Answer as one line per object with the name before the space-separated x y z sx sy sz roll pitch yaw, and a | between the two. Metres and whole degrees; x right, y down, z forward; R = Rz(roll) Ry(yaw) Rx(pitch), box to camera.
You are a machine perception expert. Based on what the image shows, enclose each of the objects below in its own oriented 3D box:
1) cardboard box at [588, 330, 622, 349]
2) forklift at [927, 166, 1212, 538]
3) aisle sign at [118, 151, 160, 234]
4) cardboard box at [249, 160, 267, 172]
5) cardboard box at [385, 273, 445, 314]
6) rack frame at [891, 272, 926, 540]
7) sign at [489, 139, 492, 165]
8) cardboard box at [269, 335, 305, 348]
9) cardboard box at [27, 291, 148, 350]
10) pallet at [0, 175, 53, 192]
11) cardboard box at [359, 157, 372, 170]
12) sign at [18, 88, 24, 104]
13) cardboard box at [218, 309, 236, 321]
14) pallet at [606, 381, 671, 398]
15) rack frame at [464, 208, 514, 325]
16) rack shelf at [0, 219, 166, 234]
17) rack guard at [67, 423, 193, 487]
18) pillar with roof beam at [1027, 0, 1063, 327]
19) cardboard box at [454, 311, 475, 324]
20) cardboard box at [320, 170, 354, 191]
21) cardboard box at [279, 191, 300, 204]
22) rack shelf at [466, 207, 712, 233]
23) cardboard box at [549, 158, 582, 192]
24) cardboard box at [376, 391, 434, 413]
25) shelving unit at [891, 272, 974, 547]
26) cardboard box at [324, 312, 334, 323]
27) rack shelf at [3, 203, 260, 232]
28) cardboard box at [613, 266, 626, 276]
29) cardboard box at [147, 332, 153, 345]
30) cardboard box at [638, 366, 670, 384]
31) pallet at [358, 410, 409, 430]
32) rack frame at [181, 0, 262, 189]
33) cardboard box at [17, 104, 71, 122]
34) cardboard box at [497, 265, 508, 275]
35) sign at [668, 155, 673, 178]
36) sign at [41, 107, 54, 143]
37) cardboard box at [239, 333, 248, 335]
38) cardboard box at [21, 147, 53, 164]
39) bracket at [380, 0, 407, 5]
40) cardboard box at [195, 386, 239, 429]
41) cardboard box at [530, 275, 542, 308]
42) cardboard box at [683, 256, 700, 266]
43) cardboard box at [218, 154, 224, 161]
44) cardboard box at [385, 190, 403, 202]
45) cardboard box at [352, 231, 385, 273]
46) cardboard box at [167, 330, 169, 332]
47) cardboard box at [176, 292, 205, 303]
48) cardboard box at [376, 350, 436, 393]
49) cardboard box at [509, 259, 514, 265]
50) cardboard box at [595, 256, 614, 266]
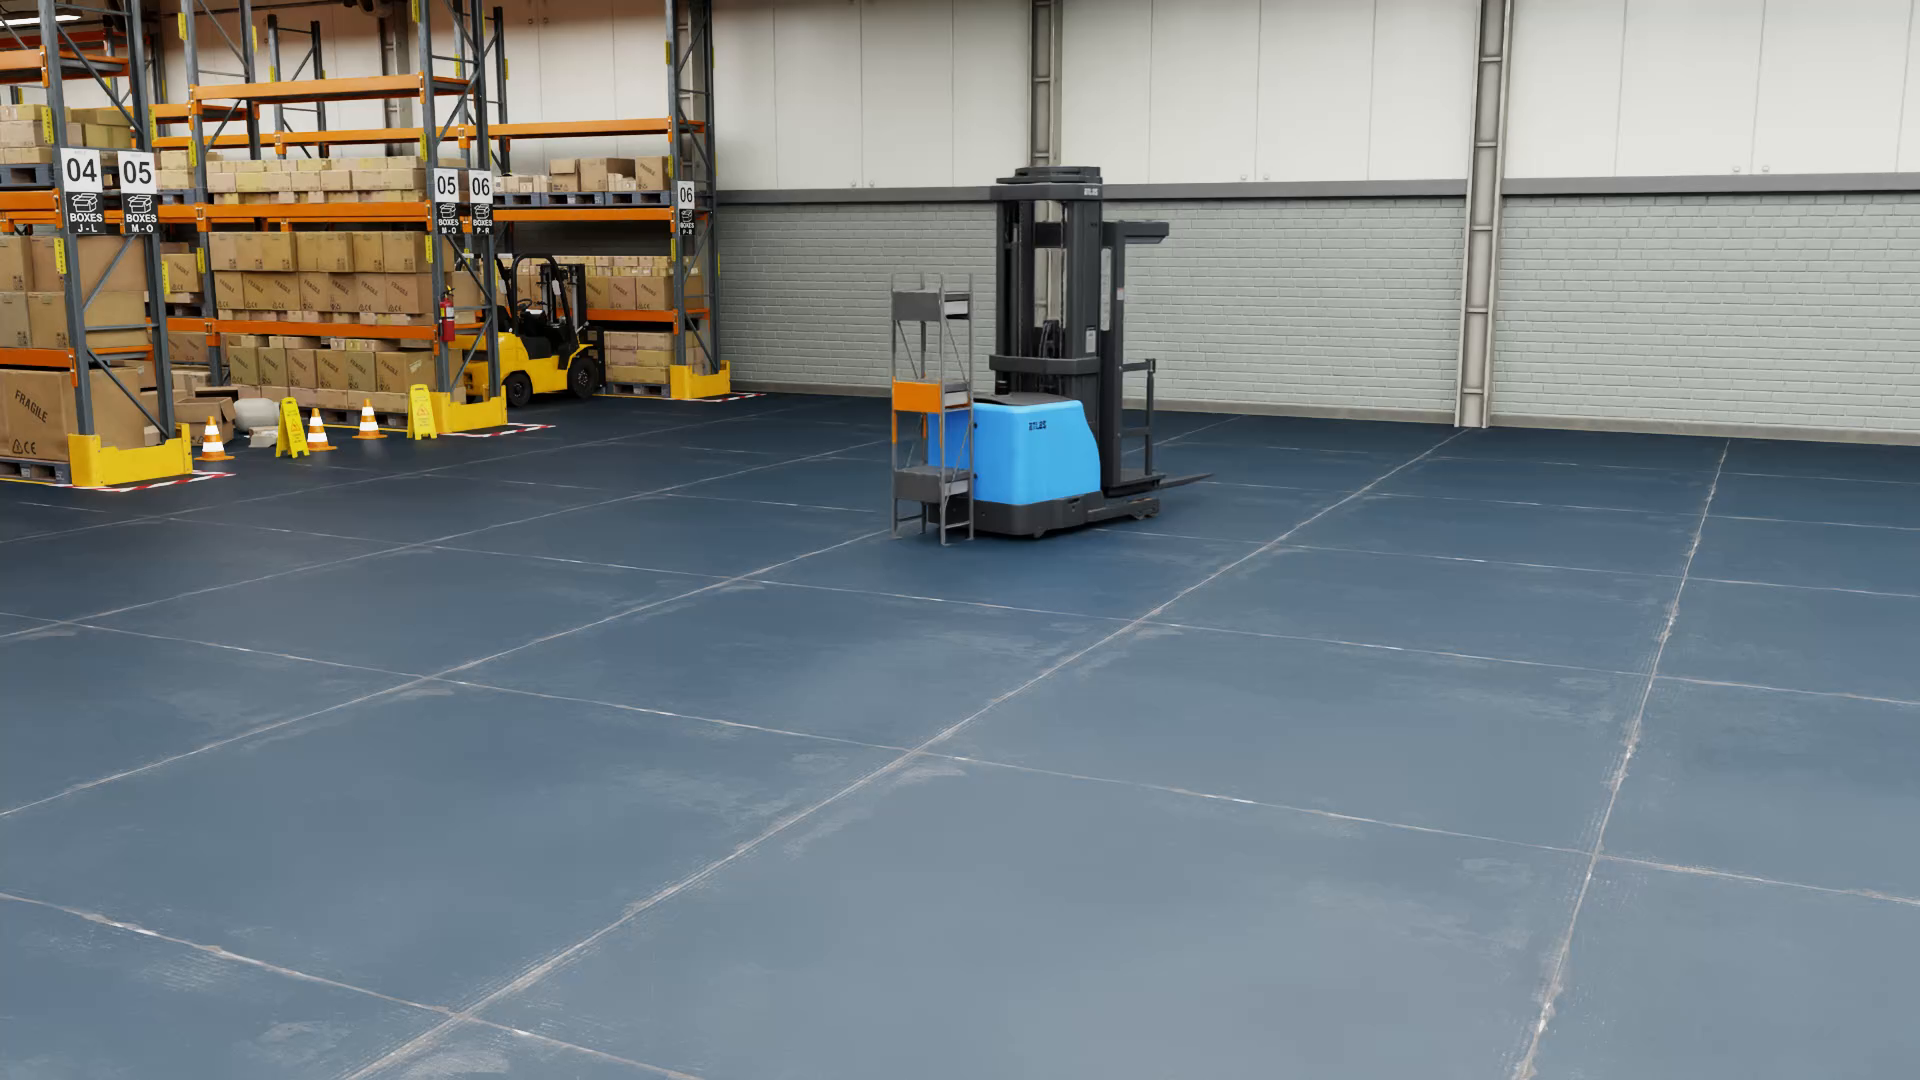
cardboard box | -5.447 -3.091 25.620 0.500 0.250 0.500 5 11 27
forklift | 1.073 -1.665 14.199 1.130 2.935 3.031 9 14 41
aisle sign | -8.074 -3.411 16.357 0.004 0.787 0.394 5 11 26
cardboard box | -8.918 -4.808 21.419 0.250 0.149 0.380 5 11 25
cardboard box | -6.780 -3.083 20.724 0.500 0.500 0.500 5 11 25
rack frame | -0.406 -1.063 13.205 0.015 2.100 0.400 8 13 37
sign | -5.931 -4.881 20.900 0.005 0.325 0.100 5 11 26
cardboard box | -8.801 -2.596 21.766 0.250 0.149 0.380 6 12 28
cardboard box | -8.624 -2.186 16.463 0.550 0.550 0.875 5 11 26
pallet | -10.039 -3.675 16.939 1.213 0.211 1.003 5 11 26
cardboard box | -7.261 -4.684 20.734 0.250 0.149 0.380 5 11 26
sign | -18.063 -8.519 31.964 0.005 0.325 0.100 5 11 26
cardboard box | -9.618 -3.004 22.110 0.250 0.149 0.380 5 11 26
pallet | -4.683 -2.363 25.693 1.213 0.211 1.003 5 11 26
rack frame | -7.565 -3.997 26.890 0.127 3.000 1.000 5 11 26
rack shelf | -16.533 -5.907 31.041 4.000 0.370 1.077 5 11 26
rack guard | -8.249 -0.858 16.566 0.348 0.500 1.175 5 11 26
pillar with roof beam | -0.728 -5.672 19.301 0.400 9.000 9.100 5 11 26
cardboard box | -6.384 -2.825 21.119 0.250 0.149 0.380 5 11 26
cardboard box | -7.667 -4.514 20.913 0.500 0.250 0.500 5 12 27
cardboard box | -8.470 -4.377 21.272 0.250 0.149 0.380 5 11 25
rack shelf | -5.772 -4.961 25.816 4.000 0.370 1.077 5 11 26
cardboard box | -5.865 -5.609 25.626 0.637 0.503 0.797 5 12 28
cardboard box | -7.037 -1.765 21.099 0.500 0.250 0.500 5 11 26
shelving unit | -0.213 -1.036 13.058 0.503 2.100 0.431 8 13 37
cardboard box | -7.963 -2.884 21.446 0.250 0.149 0.380 5 11 26
rack shelf | -11.552 -4.483 23.176 4.000 0.370 1.077 5 11 26
cardboard box | -5.078 -4.099 25.355 0.250 0.149 0.380 5 11 25
cardboard box | -14.405 -3.530 30.149 0.500 0.500 0.500 6 12 28
cardboard box | -4.539 -2.522 25.281 0.500 0.250 0.500 5 11 26
pallet | -6.952 -1.592 21.433 1.213 0.211 1.003 5 11 26
rack frame | -9.758 -6.156 21.974 0.127 3.000 1.000 5 11 26
cardboard box | -8.723 -4.063 15.839 0.250 0.149 0.380 5 11 26
cardboard box | -7.163 -4.278 26.341 0.250 0.149 0.380 5 12 27
sign | -4.231 -5.469 24.337 0.005 0.325 0.100 5 11 26
sign | -8.523 -3.877 15.543 0.005 0.325 0.100 5 11 26
cardboard box | -12.399 -3.678 29.150 0.250 0.149 0.380 5 12 27
cardboard box | -8.719 -3.670 15.909 0.250 0.149 0.380 5 11 26
bracket | -9.369 -8.987 27.510 0.430 0.232 0.235 5 11 26
cardboard box | -9.399 -1.673 21.063 0.500 0.500 0.500 -4 11 -23
cardboard box | -6.354 -3.891 26.026 0.500 0.500 0.500 5 11 25
cardboard box | -4.185 -4.257 25.390 0.250 0.149 0.380 5 11 25
cardboard box | -10.556 -5.206 22.989 0.500 0.250 0.500 5 11 25
cardboard box | -6.853 -4.239 20.510 0.250 0.149 0.380 5 11 26
cardboard box | -7.176 -3.622 20.899 0.500 0.500 0.700 5 11 26
cardboard box | -14.253 -3.843 30.057 0.250 0.149 0.380 5 11 24
cardboard box | -10.342 -3.283 22.473 0.250 0.149 0.380 5 11 27
cardboard box | -7.005 -2.132 21.026 0.500 0.500 0.500 5 11 26
cardboard box | -6.904 -4.414 26.259 0.250 0.149 0.380 5 11 25
cardboard box | -5.347 -4.256 25.385 0.250 0.149 0.380 5 12 27
